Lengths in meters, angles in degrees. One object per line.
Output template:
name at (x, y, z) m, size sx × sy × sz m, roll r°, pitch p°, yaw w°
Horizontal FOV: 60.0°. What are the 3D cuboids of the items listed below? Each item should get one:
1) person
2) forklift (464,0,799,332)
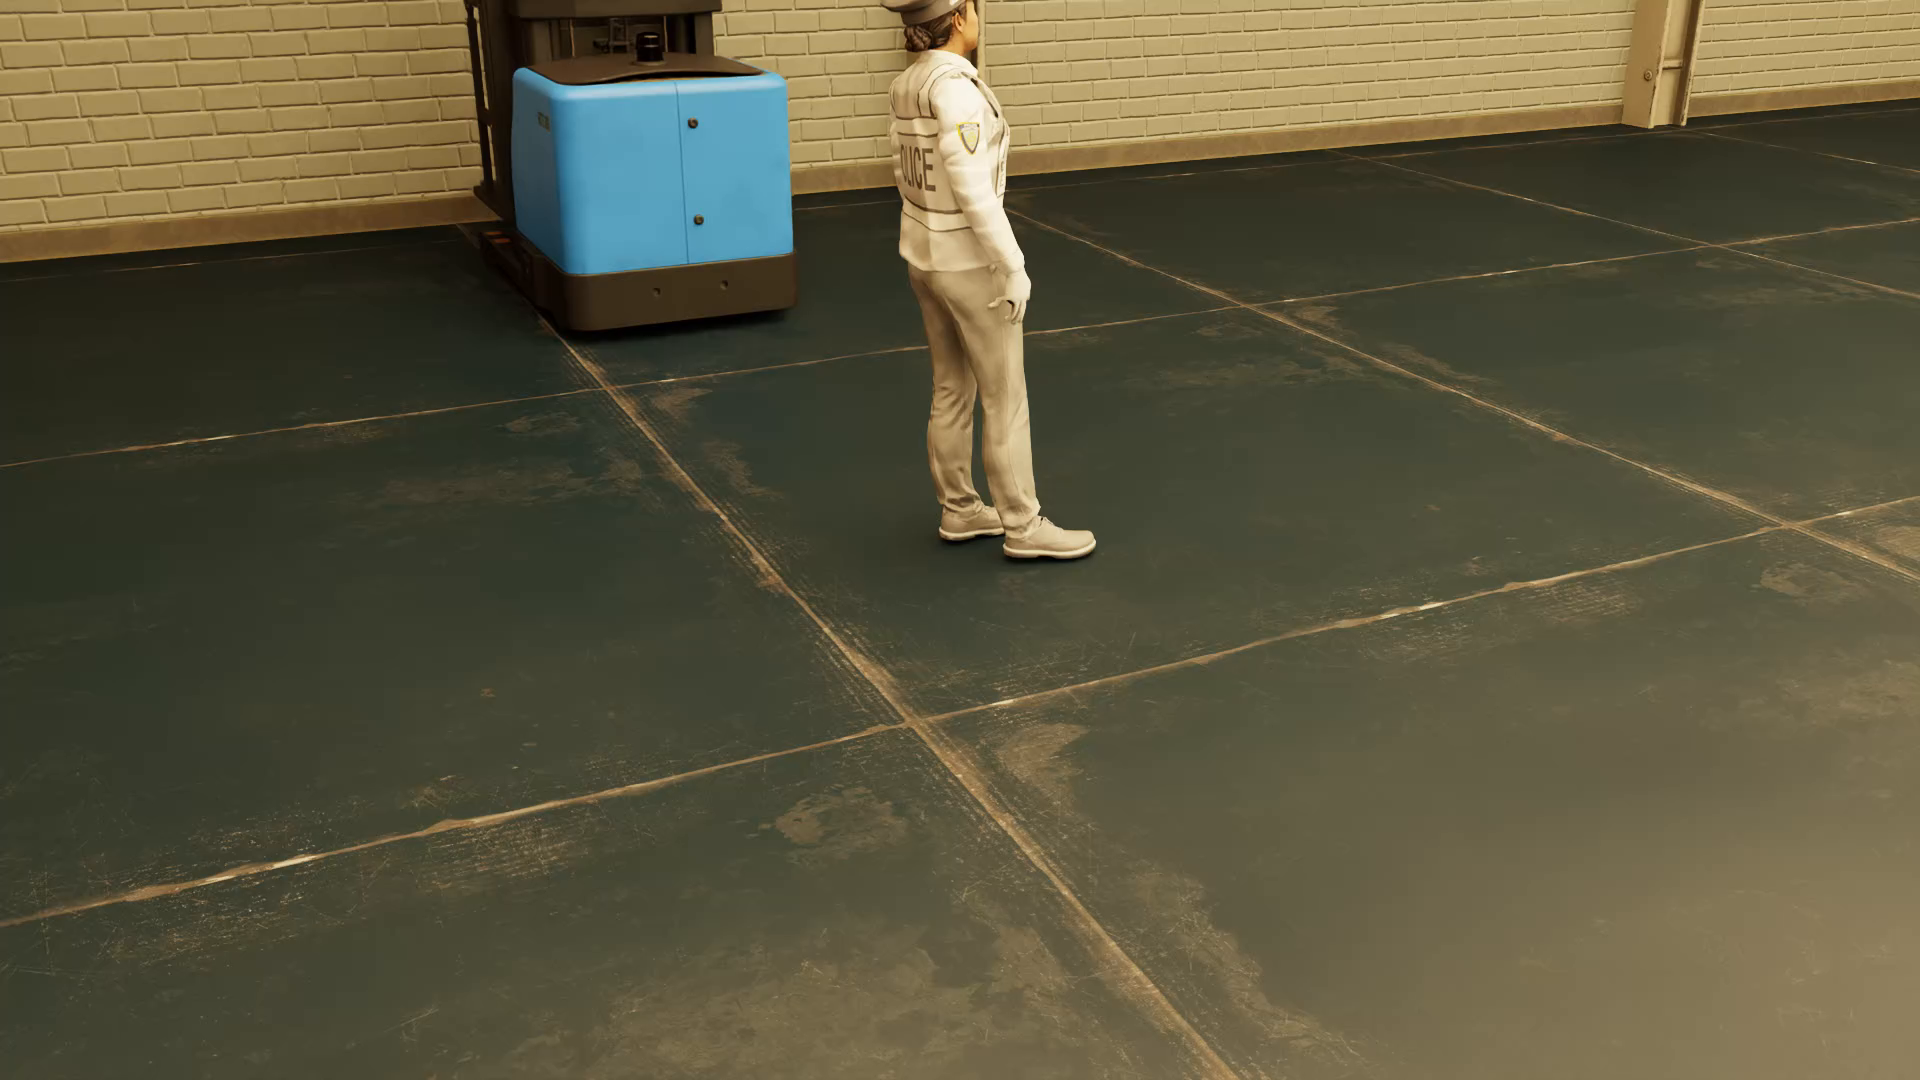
person at (0.063, -0.798, 4.800) m, size 0.533 × 1.696 × 0.588 m, roll -10°, pitch 25°, yaw -23°
forklift at (-1.814, -2.769, 7.951) m, size 1.130 × 2.935 × 3.031 m, roll -10°, pitch 25°, yaw -23°
